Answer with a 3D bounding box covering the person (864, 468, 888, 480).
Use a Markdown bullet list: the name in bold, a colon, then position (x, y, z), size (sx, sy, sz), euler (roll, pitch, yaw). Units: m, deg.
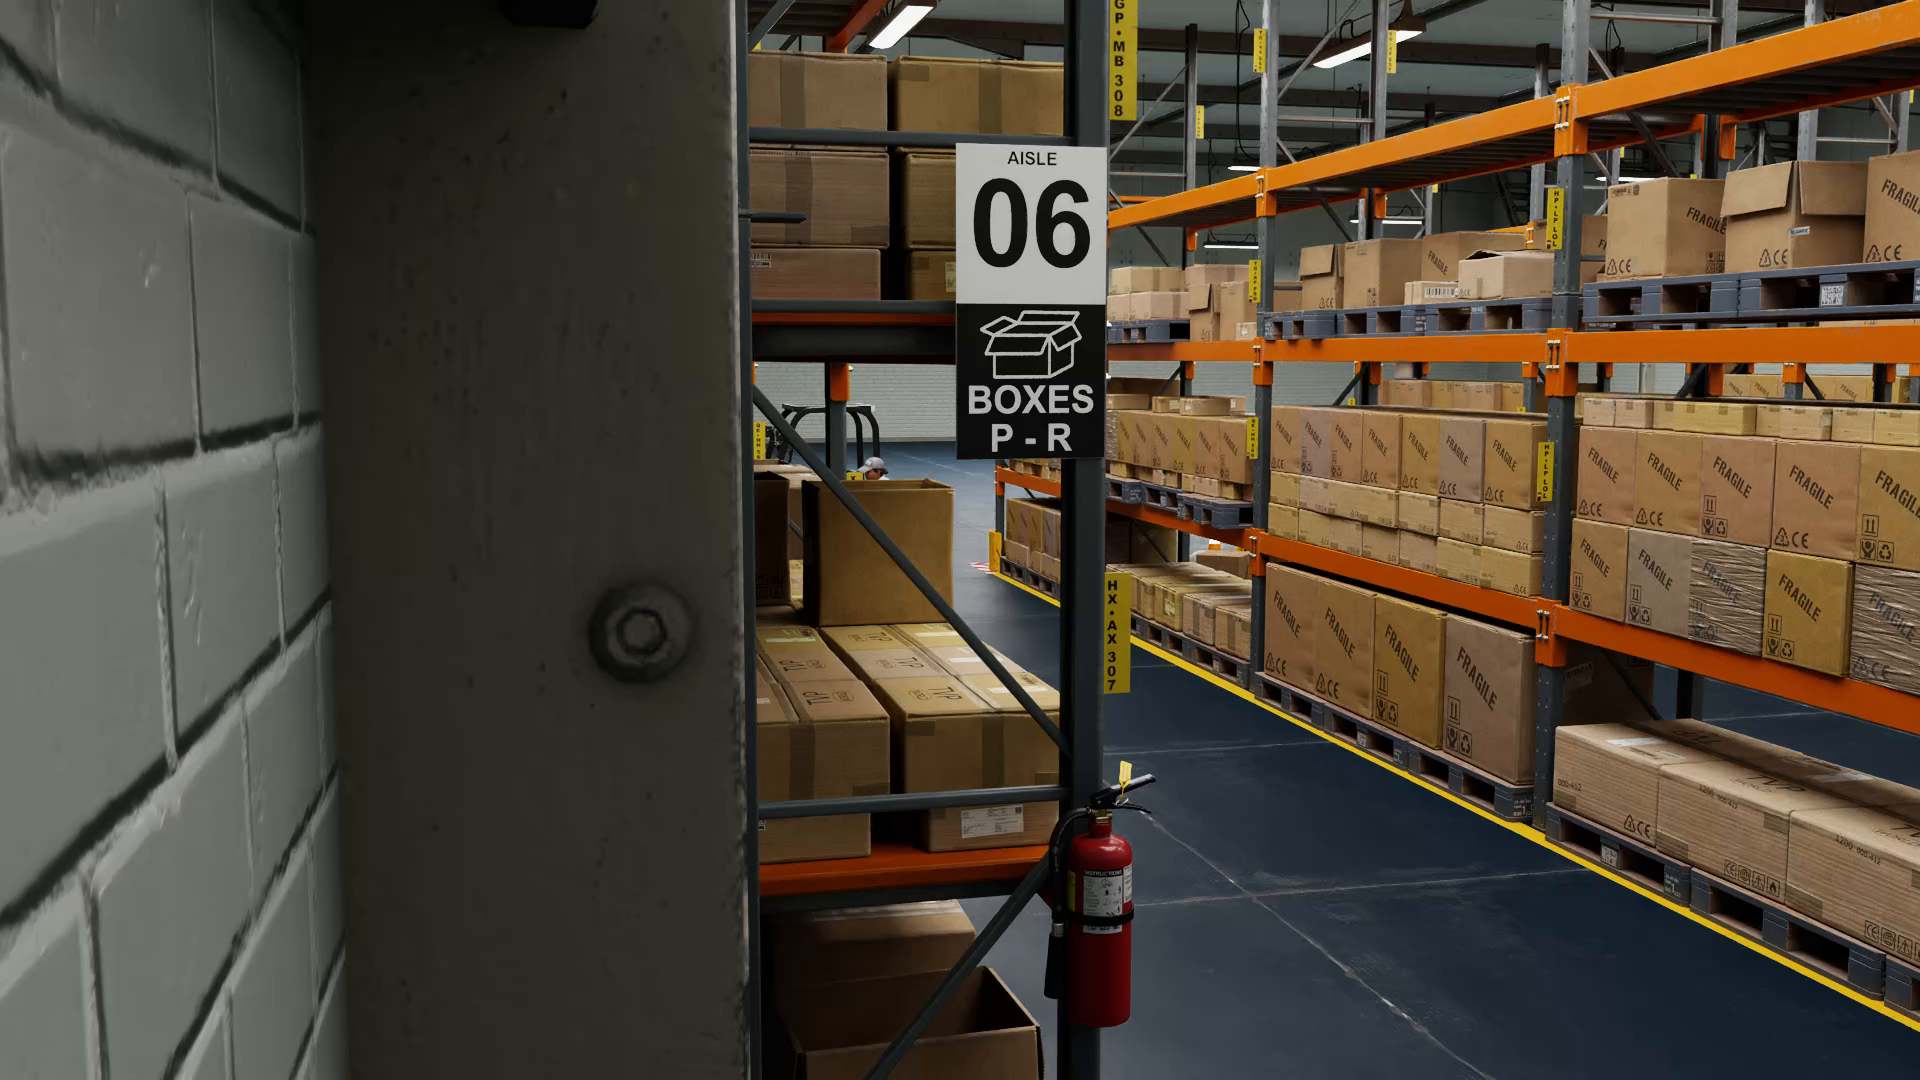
- **person**: position (-0.799, -0.016, 17.072), size (0.399, 1.652, 0.564), euler (-2, 7, -17)
